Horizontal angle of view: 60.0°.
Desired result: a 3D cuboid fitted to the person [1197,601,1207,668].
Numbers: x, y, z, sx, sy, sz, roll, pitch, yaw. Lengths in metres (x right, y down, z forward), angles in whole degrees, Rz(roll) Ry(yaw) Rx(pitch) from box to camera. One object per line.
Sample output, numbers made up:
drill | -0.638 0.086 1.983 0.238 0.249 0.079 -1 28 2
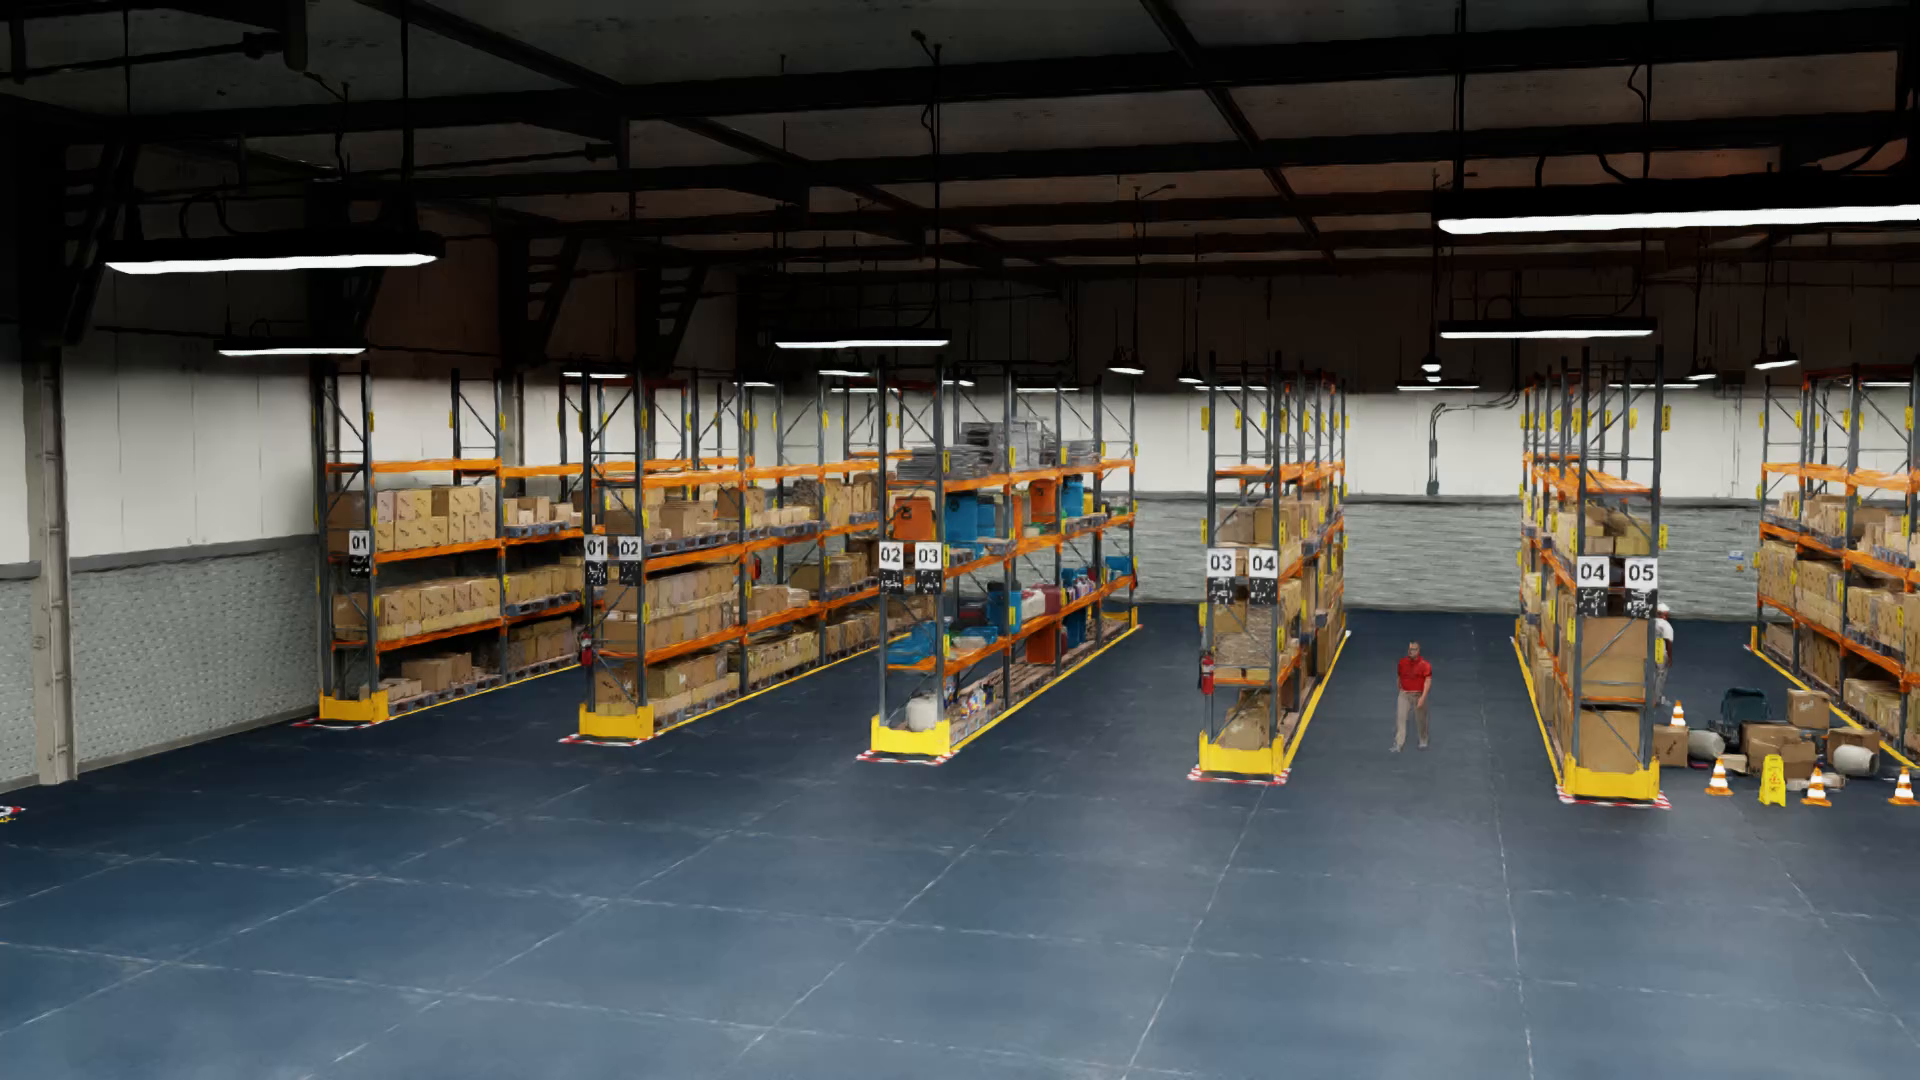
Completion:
person | 5.092 1.811 33.535 0.625 1.611 0.568 1 4 14

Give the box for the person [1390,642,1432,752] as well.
person | 6.862 2.359 25.162 0.534 1.657 1.033 2 5 26

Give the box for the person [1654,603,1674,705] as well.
person | 12.419 1.997 29.427 0.405 1.769 0.664 0 4 -6
